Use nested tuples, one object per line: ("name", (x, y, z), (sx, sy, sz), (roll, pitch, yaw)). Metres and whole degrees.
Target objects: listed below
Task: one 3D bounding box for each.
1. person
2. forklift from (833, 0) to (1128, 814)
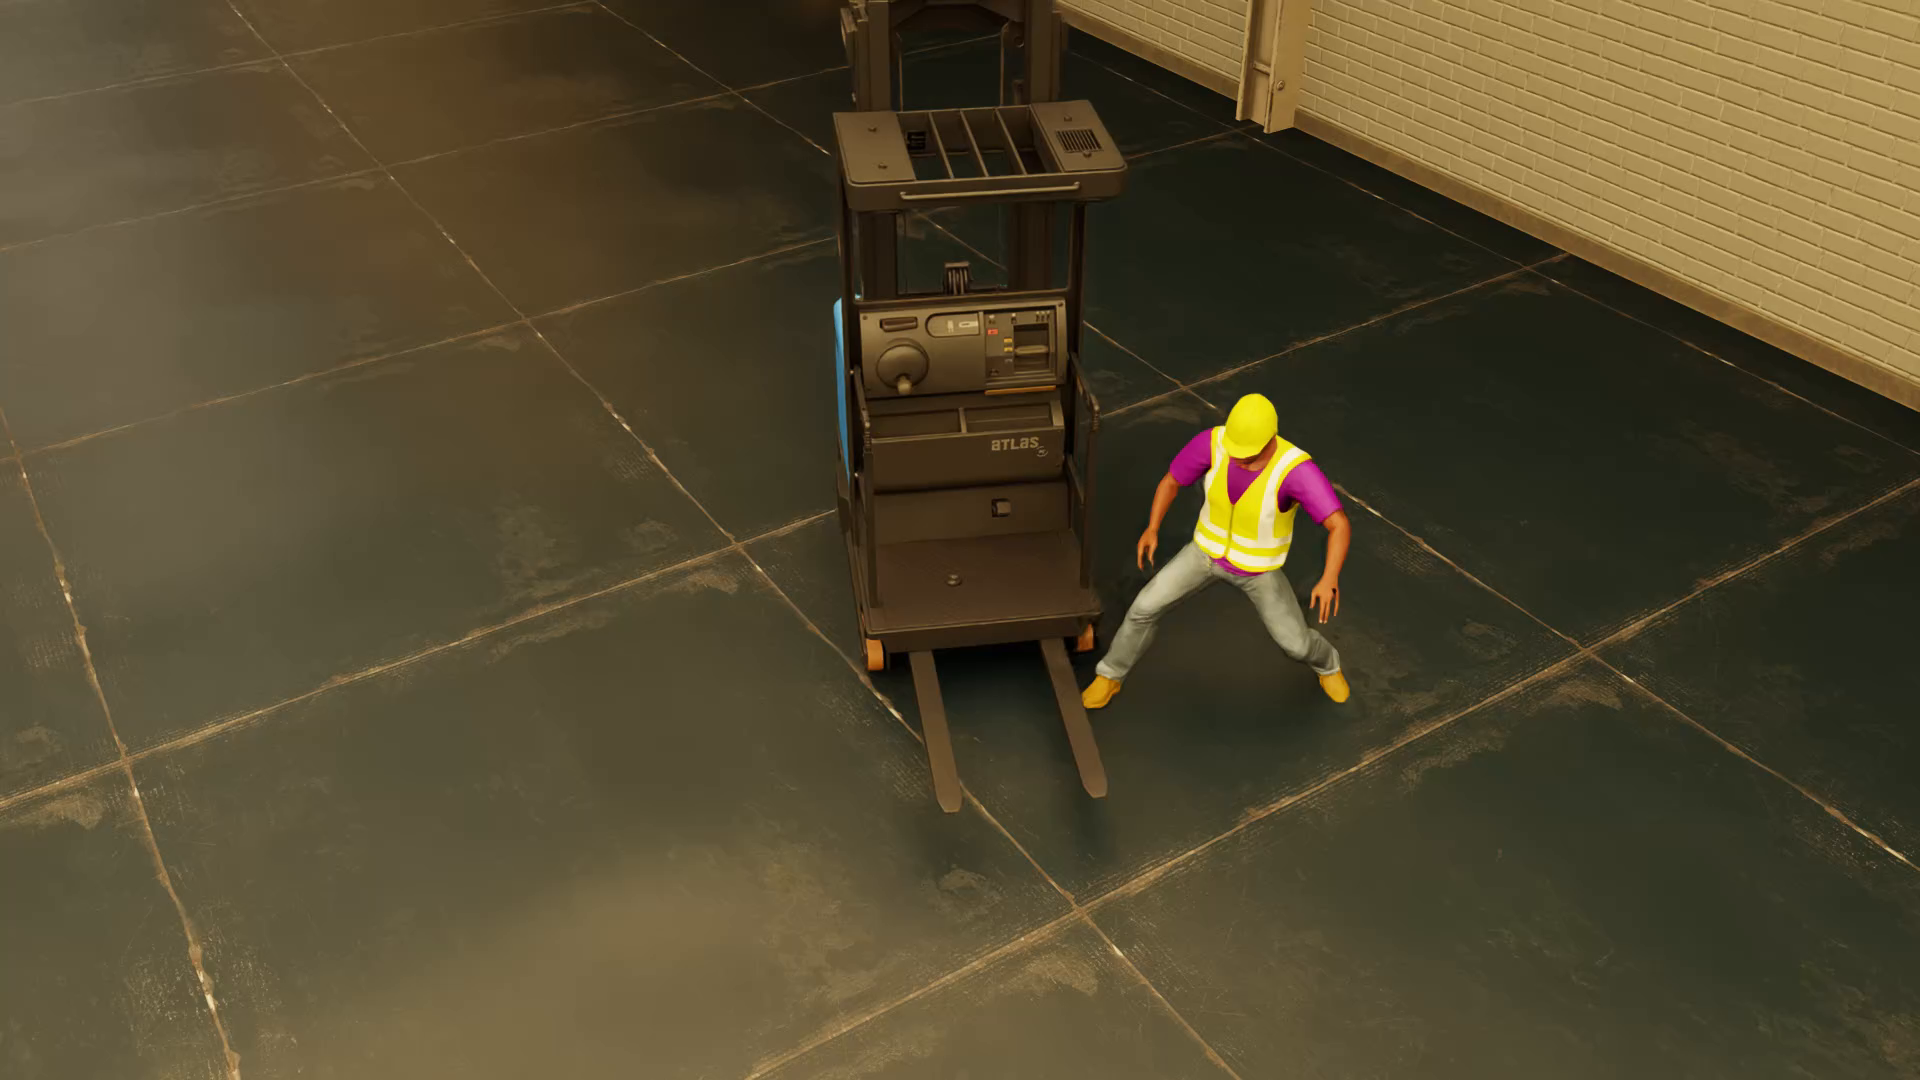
("person", (1.204, 0.098, 7.227), (1.055, 1.606, 0.987), (20, 40, 26))
("forklift", (0.052, -0.800, 7.287), (1.130, 2.935, 3.031), (-5, 35, -7))
